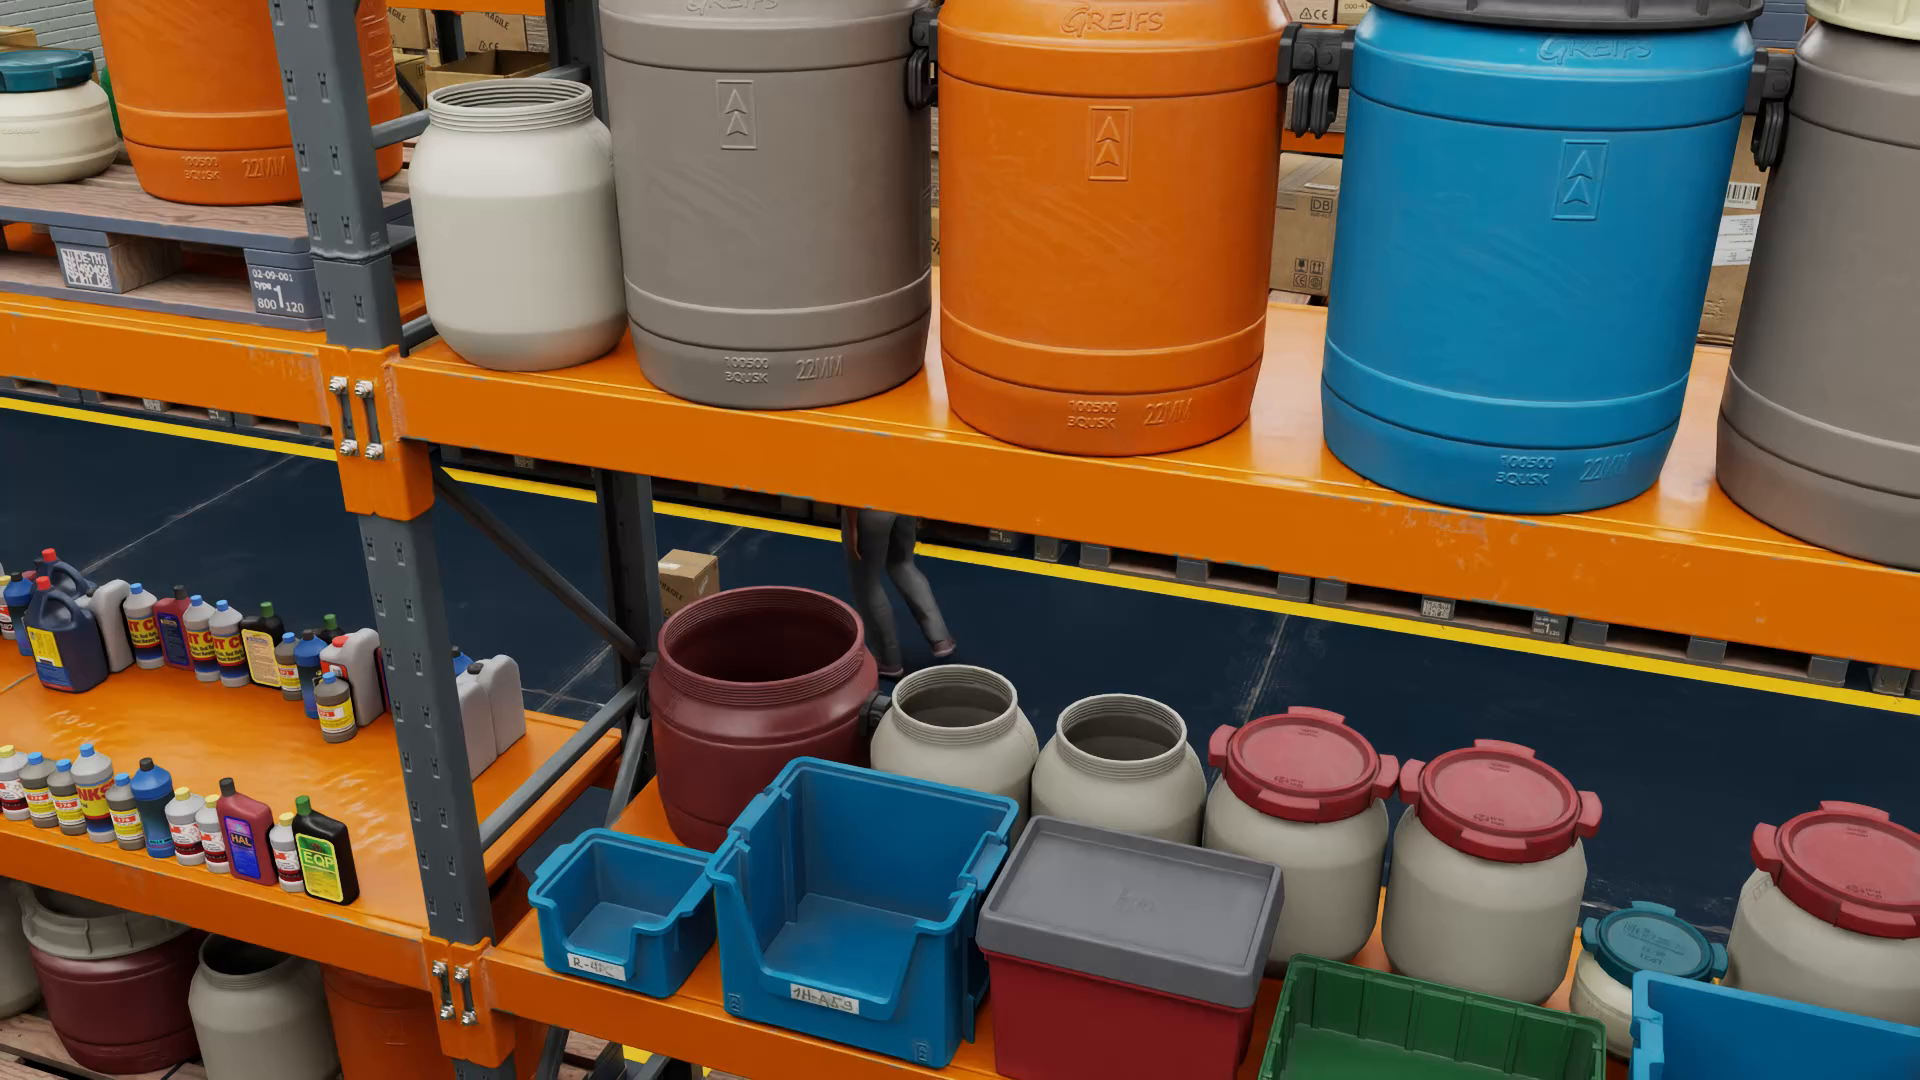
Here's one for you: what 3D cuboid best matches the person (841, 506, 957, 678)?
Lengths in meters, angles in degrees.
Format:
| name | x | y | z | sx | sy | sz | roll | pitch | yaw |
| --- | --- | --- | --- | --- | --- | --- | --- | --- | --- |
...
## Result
| name | x | y | z | sx | sy | sz | roll | pitch | yaw |
| --- | --- | --- | --- | --- | --- | --- | --- | --- | --- |
| person | -0.291 | -0.122 | 7.369 | 0.527 | 1.650 | 0.523 | 20 | 32 | 35 |
